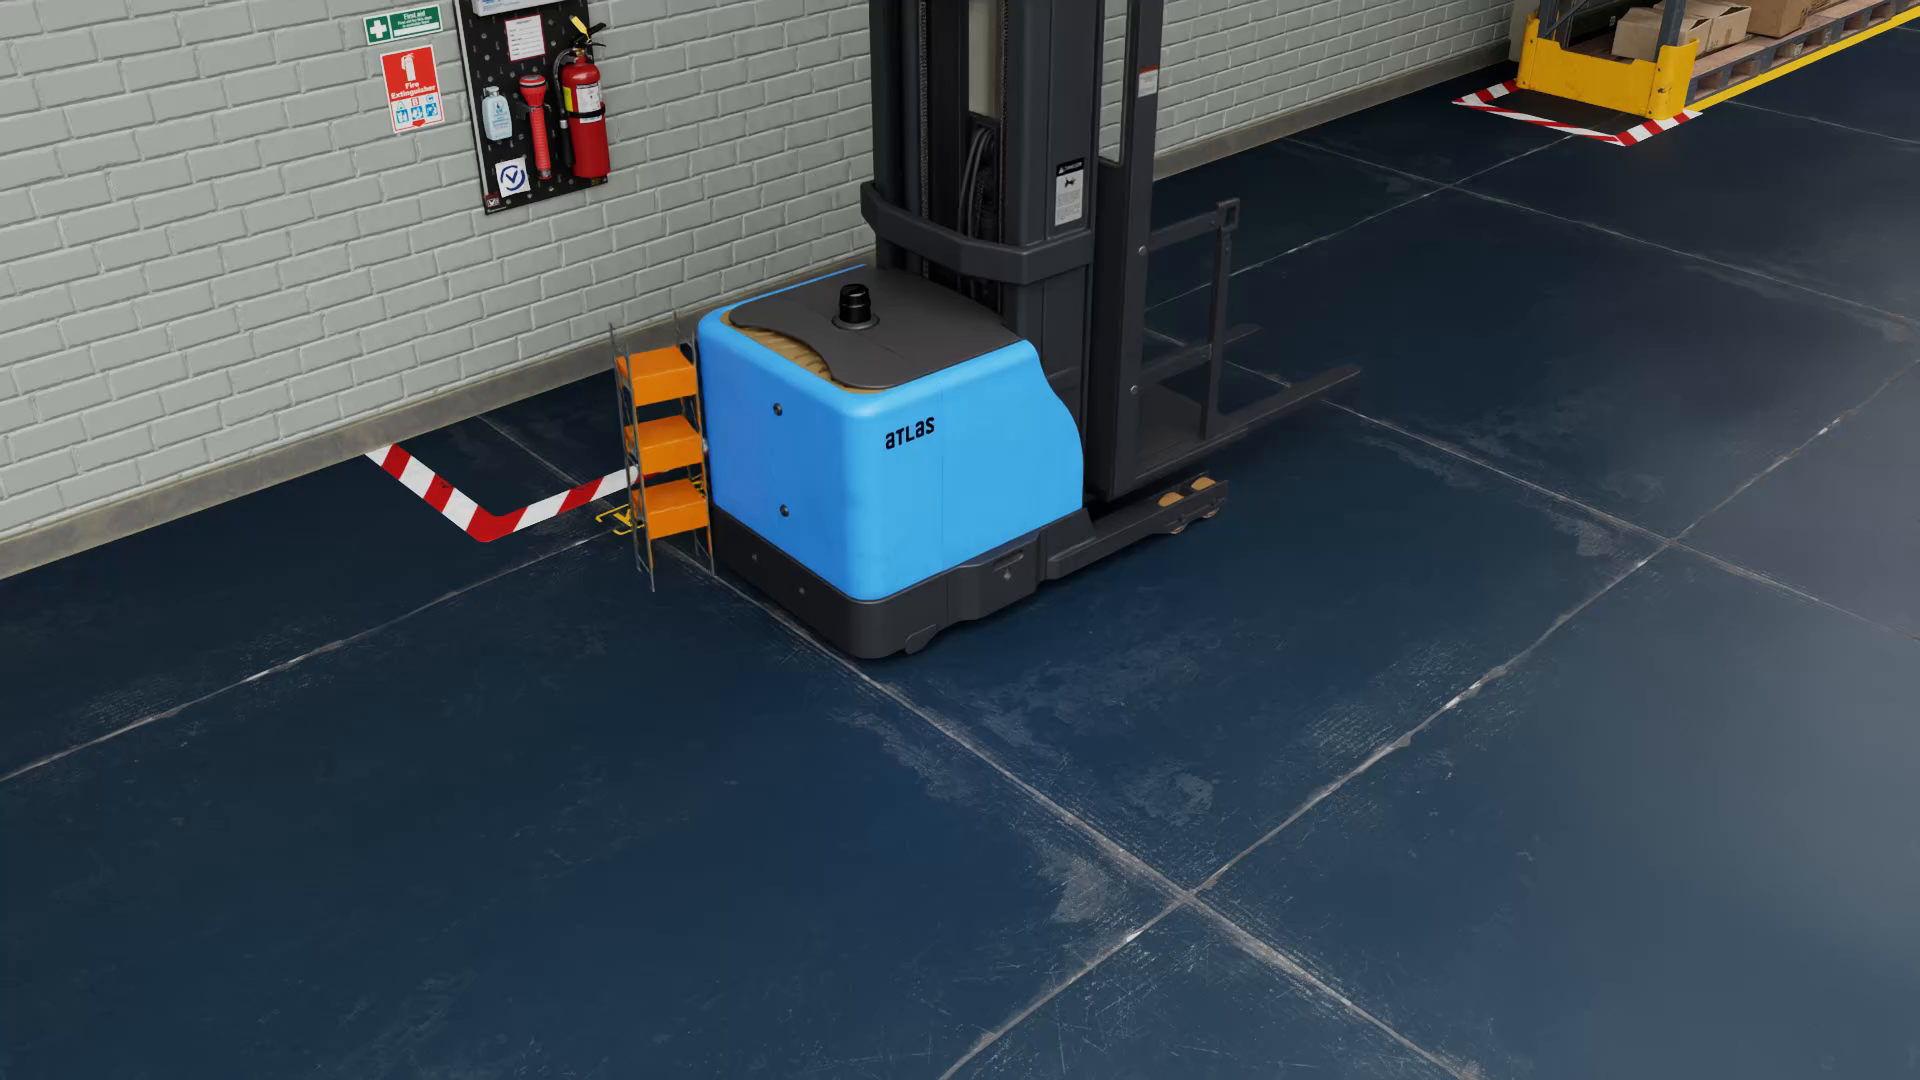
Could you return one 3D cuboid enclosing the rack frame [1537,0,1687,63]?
[{"bbox_3d":[4.517,-4.425,11.111,0.127,3.000,1.000,-26,40,-35],"label":"rack frame"}]

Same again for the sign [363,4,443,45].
[{"bbox_3d":[-2.262,-2.097,6.761,0.331,0.109,0.001,-26,40,-35],"label":"sign"}]

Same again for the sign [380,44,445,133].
[{"bbox_3d":[-2.271,-1.872,6.902,0.234,0.329,0.001,-26,40,-35],"label":"sign"}]

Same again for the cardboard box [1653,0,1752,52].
[{"bbox_3d":[5.504,-3.879,12.373,0.500,0.311,0.500,-22,38,-32],"label":"cardboard box"}]

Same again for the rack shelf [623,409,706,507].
[{"bbox_3d":[-1.116,-0.311,6.271,0.240,0.259,0.215,-15,34,-23],"label":"rack shelf"}]

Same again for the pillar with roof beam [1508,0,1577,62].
[{"bbox_3d":[7.369,-5.917,7.800,0.400,9.000,9.100,-26,40,-35],"label":"pillar with roof beam"}]

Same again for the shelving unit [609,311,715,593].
[{"bbox_3d":[-1.116,-0.320,6.266,0.252,1.050,0.215,-15,34,-23],"label":"shelving unit"}]

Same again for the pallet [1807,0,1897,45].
[{"bbox_3d":[6.982,-4.402,13.747,1.213,0.211,1.003,-26,40,-35],"label":"pallet"}]

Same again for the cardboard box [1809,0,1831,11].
[{"bbox_3d":[6.716,-4.581,13.341,0.500,0.500,0.500,26,40,35],"label":"cardboard box"}]

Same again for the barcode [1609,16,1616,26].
[{"bbox_3d":[4.827,-3.840,12.301,0.075,0.075,0.001,-26,40,-35],"label":"barcode"}]

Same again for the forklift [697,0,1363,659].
[{"bbox_3d":[0.478,-1.463,6.334,3.031,2.935,1.130,-24,39,-34],"label":"forklift"}]

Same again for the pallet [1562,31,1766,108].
[{"bbox_3d":[5.193,-3.537,12.331,1.213,0.211,1.003,-26,40,-35],"label":"pallet"}]

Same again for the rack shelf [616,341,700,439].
[{"bbox_3d":[-1.115,-0.554,6.124,0.240,0.259,0.215,-15,34,-23],"label":"rack shelf"}]

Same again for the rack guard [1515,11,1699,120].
[{"bbox_3d":[4.573,-3.385,11.807,0.348,0.500,1.175,-26,40,-35],"label":"rack guard"}]

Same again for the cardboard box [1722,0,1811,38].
[{"bbox_3d":[6.076,-4.200,12.718,0.700,0.500,0.500,26,40,36],"label":"cardboard box"}]

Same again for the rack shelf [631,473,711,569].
[{"bbox_3d":[-1.117,-0.074,6.416,0.240,0.259,0.215,-15,34,-23],"label":"rack shelf"}]

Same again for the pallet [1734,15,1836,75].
[{"bbox_3d":[6.087,-3.967,13.036,1.213,0.211,1.003,-26,40,-35],"label":"pallet"}]

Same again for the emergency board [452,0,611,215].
[{"bbox_3d":[-1.795,-2.014,7.168,0.643,1.169,0.194,-26,40,-35],"label":"emergency board"}]

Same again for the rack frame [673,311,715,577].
[{"bbox_3d":[-1.008,-0.349,6.314,0.008,1.050,0.200,-15,34,-23],"label":"rack frame"}]

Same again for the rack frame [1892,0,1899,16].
[{"bbox_3d":[7.450,-5.844,13.431,0.127,3.000,1.000,-26,40,-35],"label":"rack frame"}]

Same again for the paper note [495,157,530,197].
[{"bbox_3d":[-1.972,-1.602,7.338,0.142,0.148,0.016,-26,40,-35],"label":"paper note"}]

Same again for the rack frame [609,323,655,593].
[{"bbox_3d":[-1.224,-0.291,6.217,0.008,1.050,0.200,-15,34,-23],"label":"rack frame"}]

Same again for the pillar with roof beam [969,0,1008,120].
[{"bbox_3d":[2.970,-3.788,4.319,0.400,9.000,9.100,-26,40,-35],"label":"pillar with roof beam"}]

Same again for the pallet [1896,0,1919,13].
[{"bbox_3d":[8.020,-4.931,14.611,1.213,0.211,1.003,-26,40,-35],"label":"pallet"}]

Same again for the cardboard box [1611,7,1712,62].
[{"bbox_3d":[5.086,-3.676,12.042,0.500,0.311,0.500,24,39,34],"label":"cardboard box"}]
